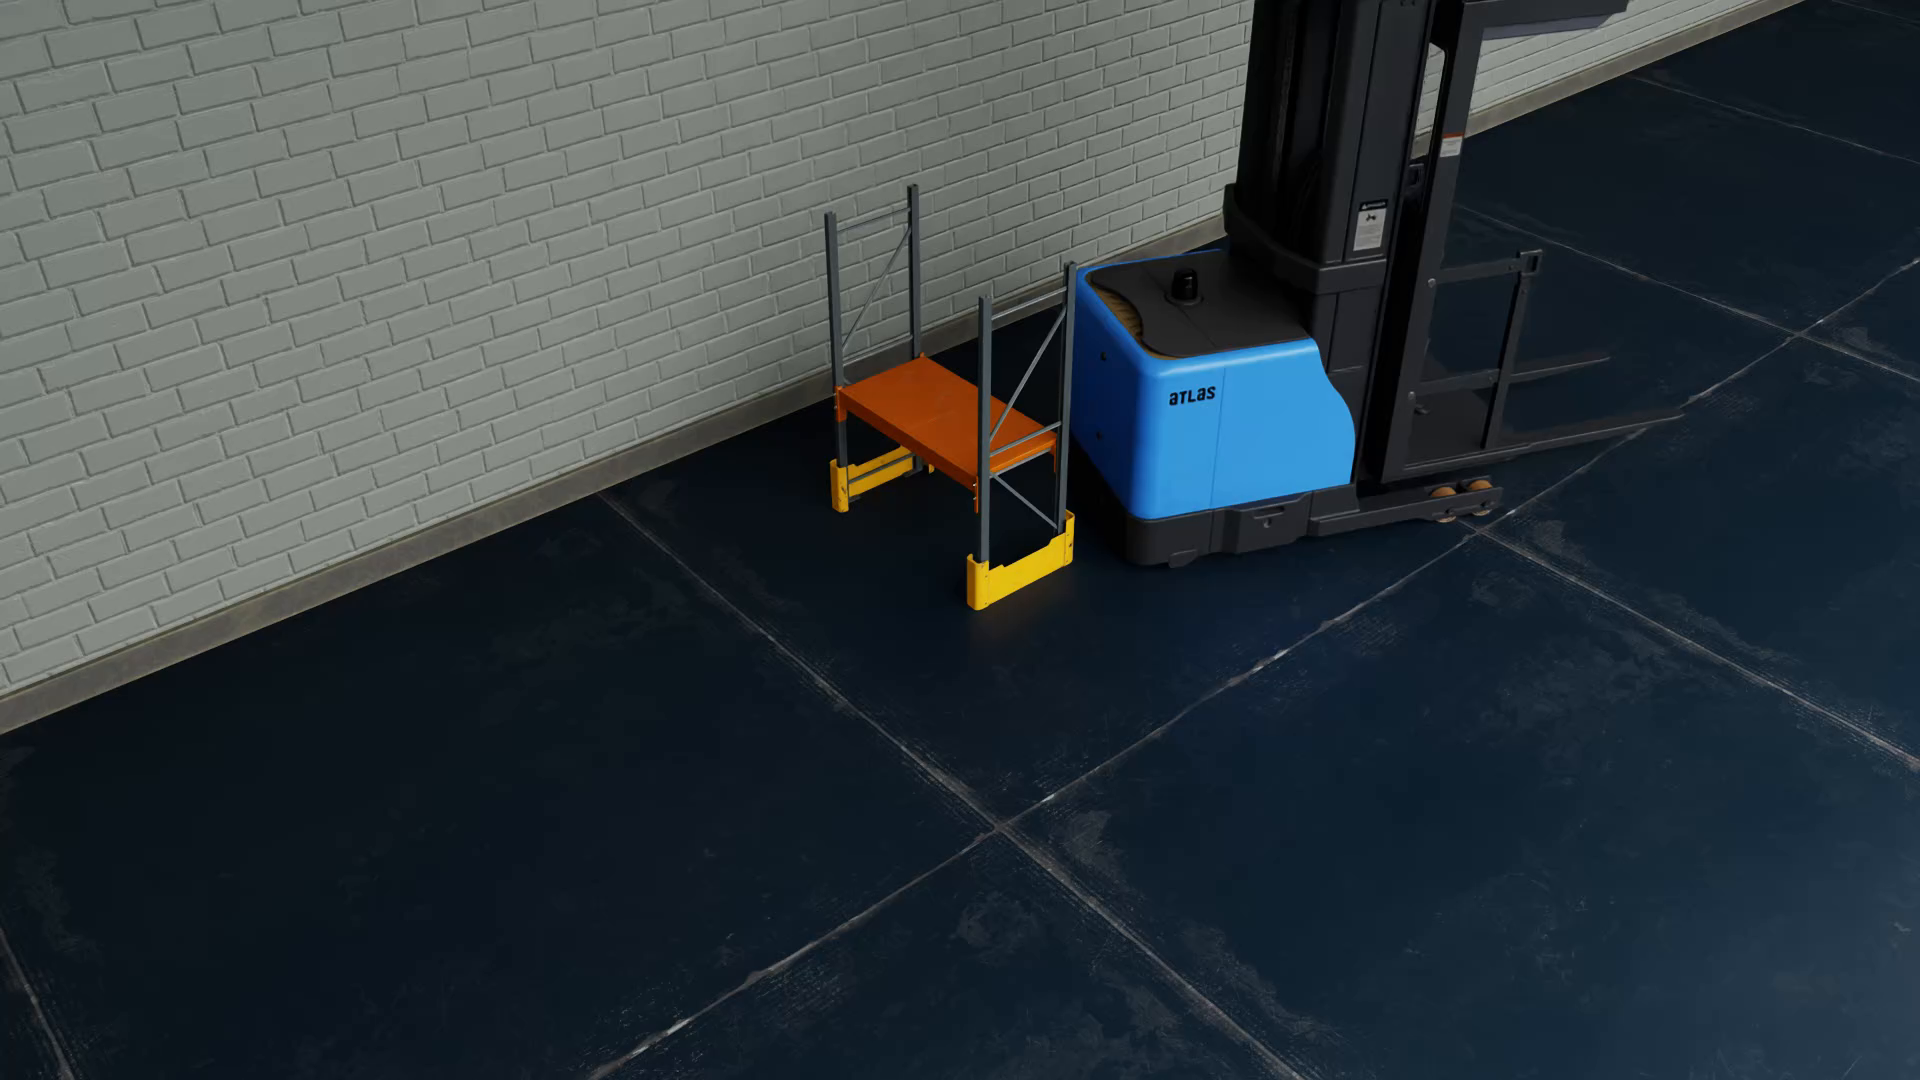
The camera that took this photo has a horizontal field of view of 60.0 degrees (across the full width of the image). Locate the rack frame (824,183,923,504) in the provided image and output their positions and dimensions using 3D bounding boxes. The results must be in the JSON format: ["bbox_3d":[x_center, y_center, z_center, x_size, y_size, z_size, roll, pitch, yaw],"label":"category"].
[{"bbox_3d":[-0.383,-0.874,7.687,0.500,1.500,0.032,-26,43,-32],"label":"rack frame"}]

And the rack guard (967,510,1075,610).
[{"bbox_3d":[0.272,0.084,7.415,0.587,0.250,0.087,-26,43,-32],"label":"rack guard"}]

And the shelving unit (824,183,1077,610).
[{"bbox_3d":[-0.049,-0.646,7.364,0.587,1.500,1.083,-26,43,-32],"label":"shelving unit"}]

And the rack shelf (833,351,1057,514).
[{"bbox_3d":[-0.055,-0.503,7.474,0.538,0.185,1.000,-26,43,-32],"label":"rack shelf"}]

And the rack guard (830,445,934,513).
[{"bbox_3d":[-0.371,-0.356,8.036,0.587,0.250,0.087,-26,43,-32],"label":"rack guard"}]

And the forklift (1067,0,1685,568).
[{"bbox_3d":[2.053,-1.559,7.415,3.031,2.935,1.130,-10,37,-14],"label":"forklift"}]

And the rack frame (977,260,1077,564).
[{"bbox_3d":[0.273,-0.425,7.053,0.500,1.500,0.032,-26,43,-32],"label":"rack frame"}]
